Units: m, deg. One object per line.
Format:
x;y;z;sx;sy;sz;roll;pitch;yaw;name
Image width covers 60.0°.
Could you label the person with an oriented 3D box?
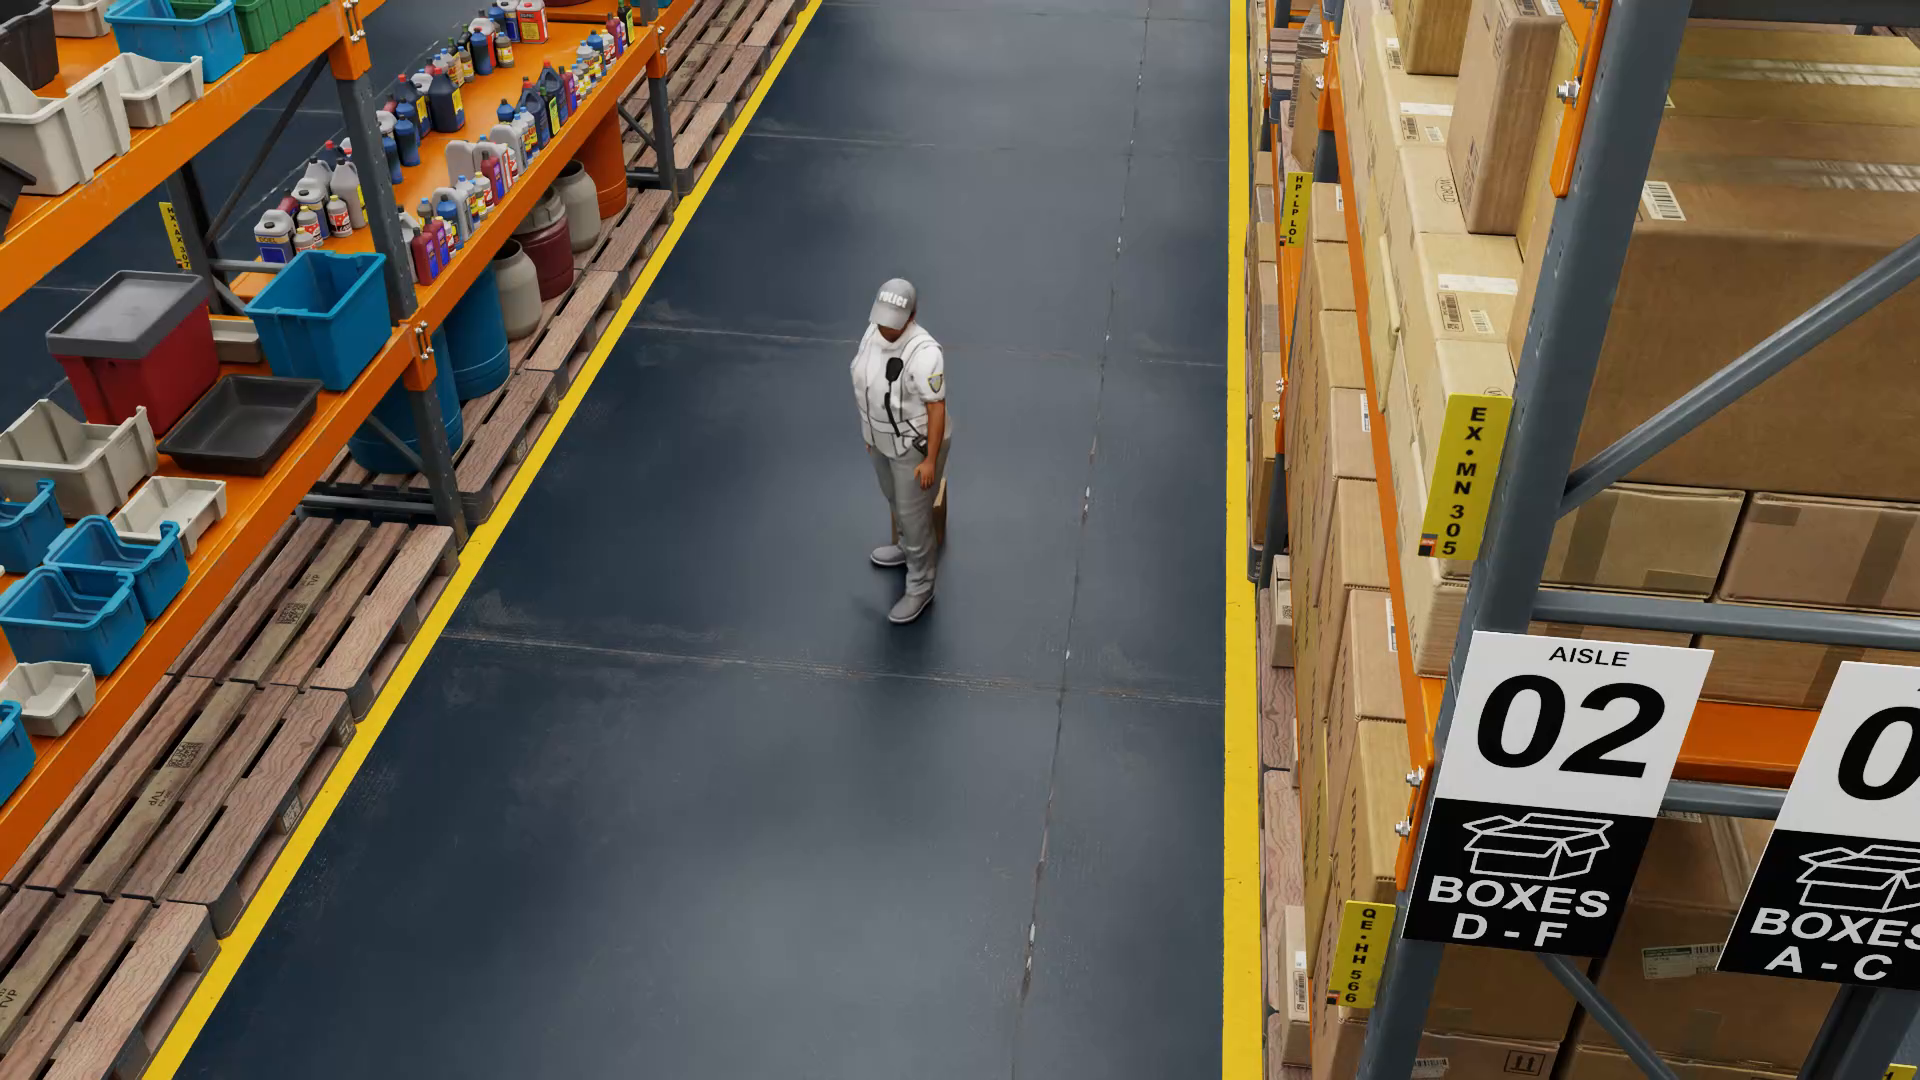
-0.274;-0.459;7.626;0.451;1.661;0.543;-23;42;-28;person
